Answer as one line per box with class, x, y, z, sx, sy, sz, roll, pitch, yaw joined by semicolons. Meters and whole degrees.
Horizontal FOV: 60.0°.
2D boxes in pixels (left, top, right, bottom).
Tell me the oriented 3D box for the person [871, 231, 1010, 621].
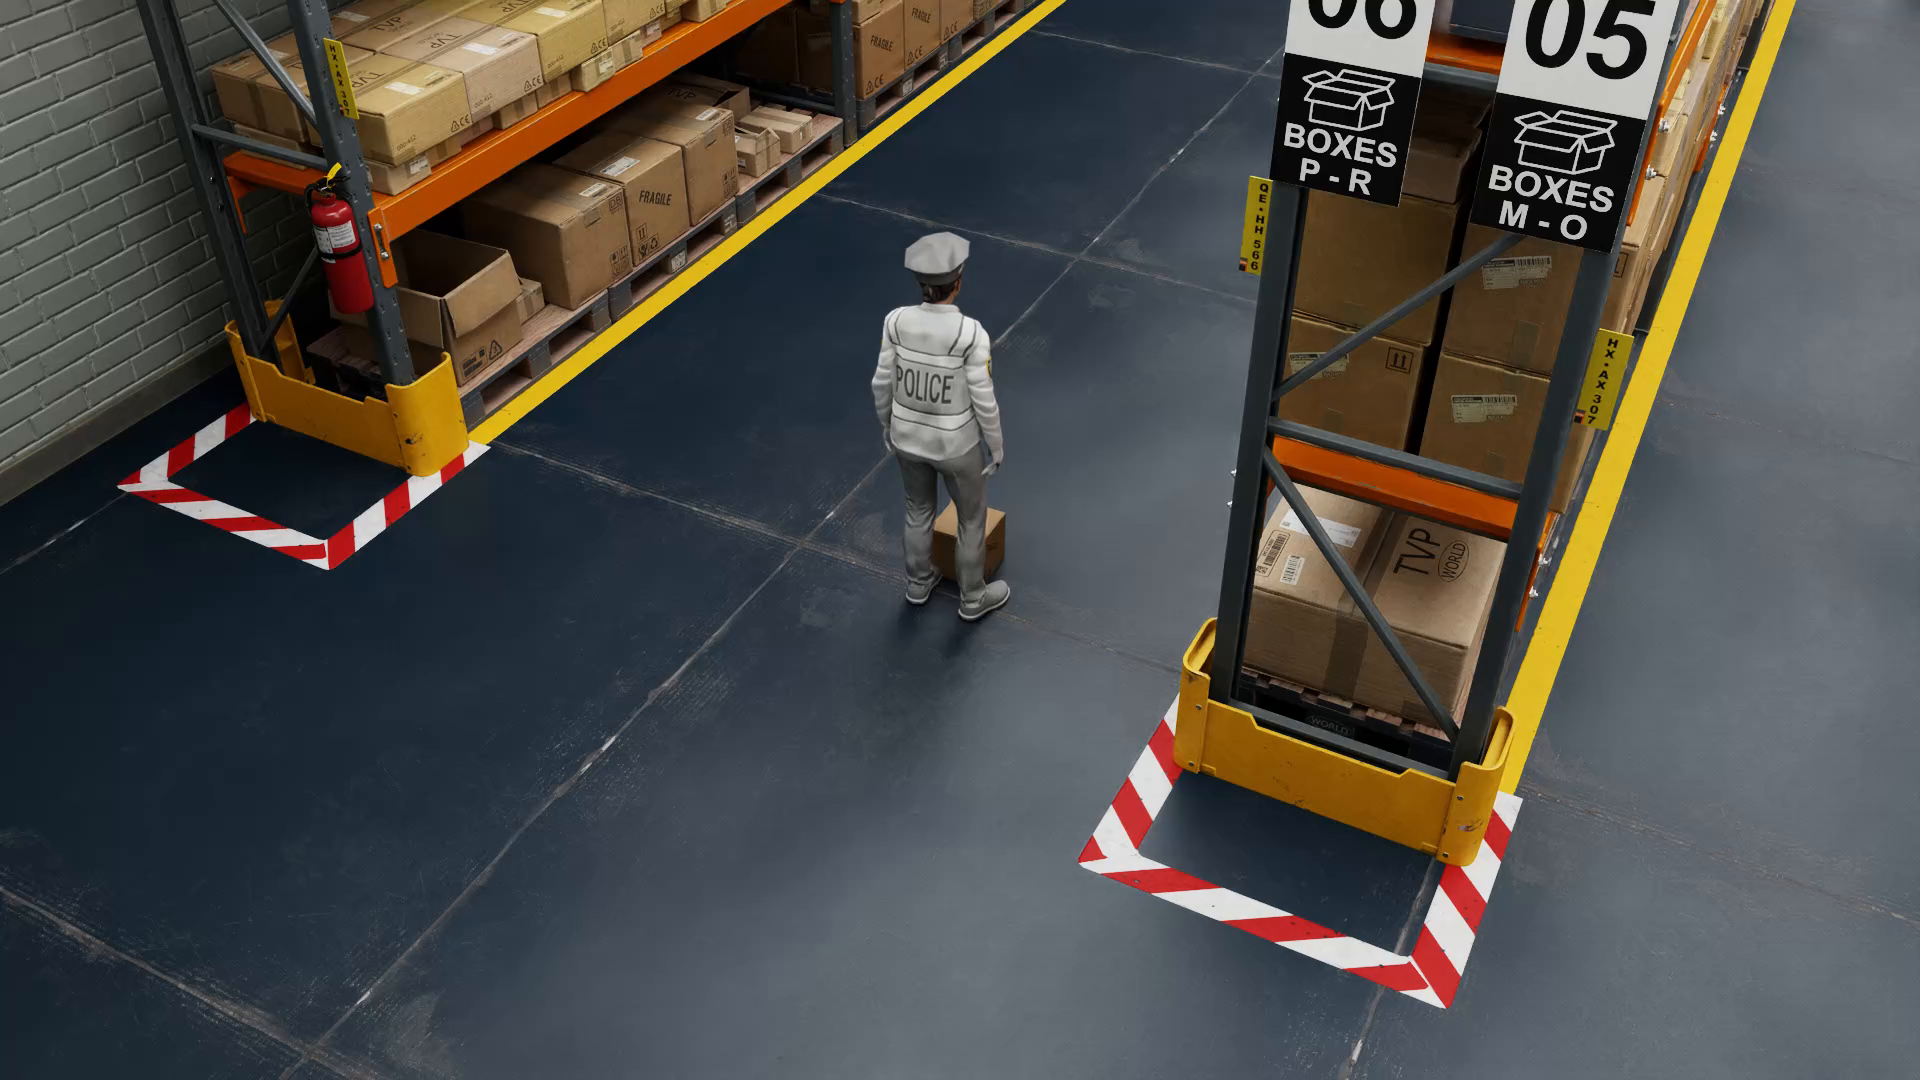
person;-0.079;-0.410;6.670;0.546;1.665;0.374;15;41;19
